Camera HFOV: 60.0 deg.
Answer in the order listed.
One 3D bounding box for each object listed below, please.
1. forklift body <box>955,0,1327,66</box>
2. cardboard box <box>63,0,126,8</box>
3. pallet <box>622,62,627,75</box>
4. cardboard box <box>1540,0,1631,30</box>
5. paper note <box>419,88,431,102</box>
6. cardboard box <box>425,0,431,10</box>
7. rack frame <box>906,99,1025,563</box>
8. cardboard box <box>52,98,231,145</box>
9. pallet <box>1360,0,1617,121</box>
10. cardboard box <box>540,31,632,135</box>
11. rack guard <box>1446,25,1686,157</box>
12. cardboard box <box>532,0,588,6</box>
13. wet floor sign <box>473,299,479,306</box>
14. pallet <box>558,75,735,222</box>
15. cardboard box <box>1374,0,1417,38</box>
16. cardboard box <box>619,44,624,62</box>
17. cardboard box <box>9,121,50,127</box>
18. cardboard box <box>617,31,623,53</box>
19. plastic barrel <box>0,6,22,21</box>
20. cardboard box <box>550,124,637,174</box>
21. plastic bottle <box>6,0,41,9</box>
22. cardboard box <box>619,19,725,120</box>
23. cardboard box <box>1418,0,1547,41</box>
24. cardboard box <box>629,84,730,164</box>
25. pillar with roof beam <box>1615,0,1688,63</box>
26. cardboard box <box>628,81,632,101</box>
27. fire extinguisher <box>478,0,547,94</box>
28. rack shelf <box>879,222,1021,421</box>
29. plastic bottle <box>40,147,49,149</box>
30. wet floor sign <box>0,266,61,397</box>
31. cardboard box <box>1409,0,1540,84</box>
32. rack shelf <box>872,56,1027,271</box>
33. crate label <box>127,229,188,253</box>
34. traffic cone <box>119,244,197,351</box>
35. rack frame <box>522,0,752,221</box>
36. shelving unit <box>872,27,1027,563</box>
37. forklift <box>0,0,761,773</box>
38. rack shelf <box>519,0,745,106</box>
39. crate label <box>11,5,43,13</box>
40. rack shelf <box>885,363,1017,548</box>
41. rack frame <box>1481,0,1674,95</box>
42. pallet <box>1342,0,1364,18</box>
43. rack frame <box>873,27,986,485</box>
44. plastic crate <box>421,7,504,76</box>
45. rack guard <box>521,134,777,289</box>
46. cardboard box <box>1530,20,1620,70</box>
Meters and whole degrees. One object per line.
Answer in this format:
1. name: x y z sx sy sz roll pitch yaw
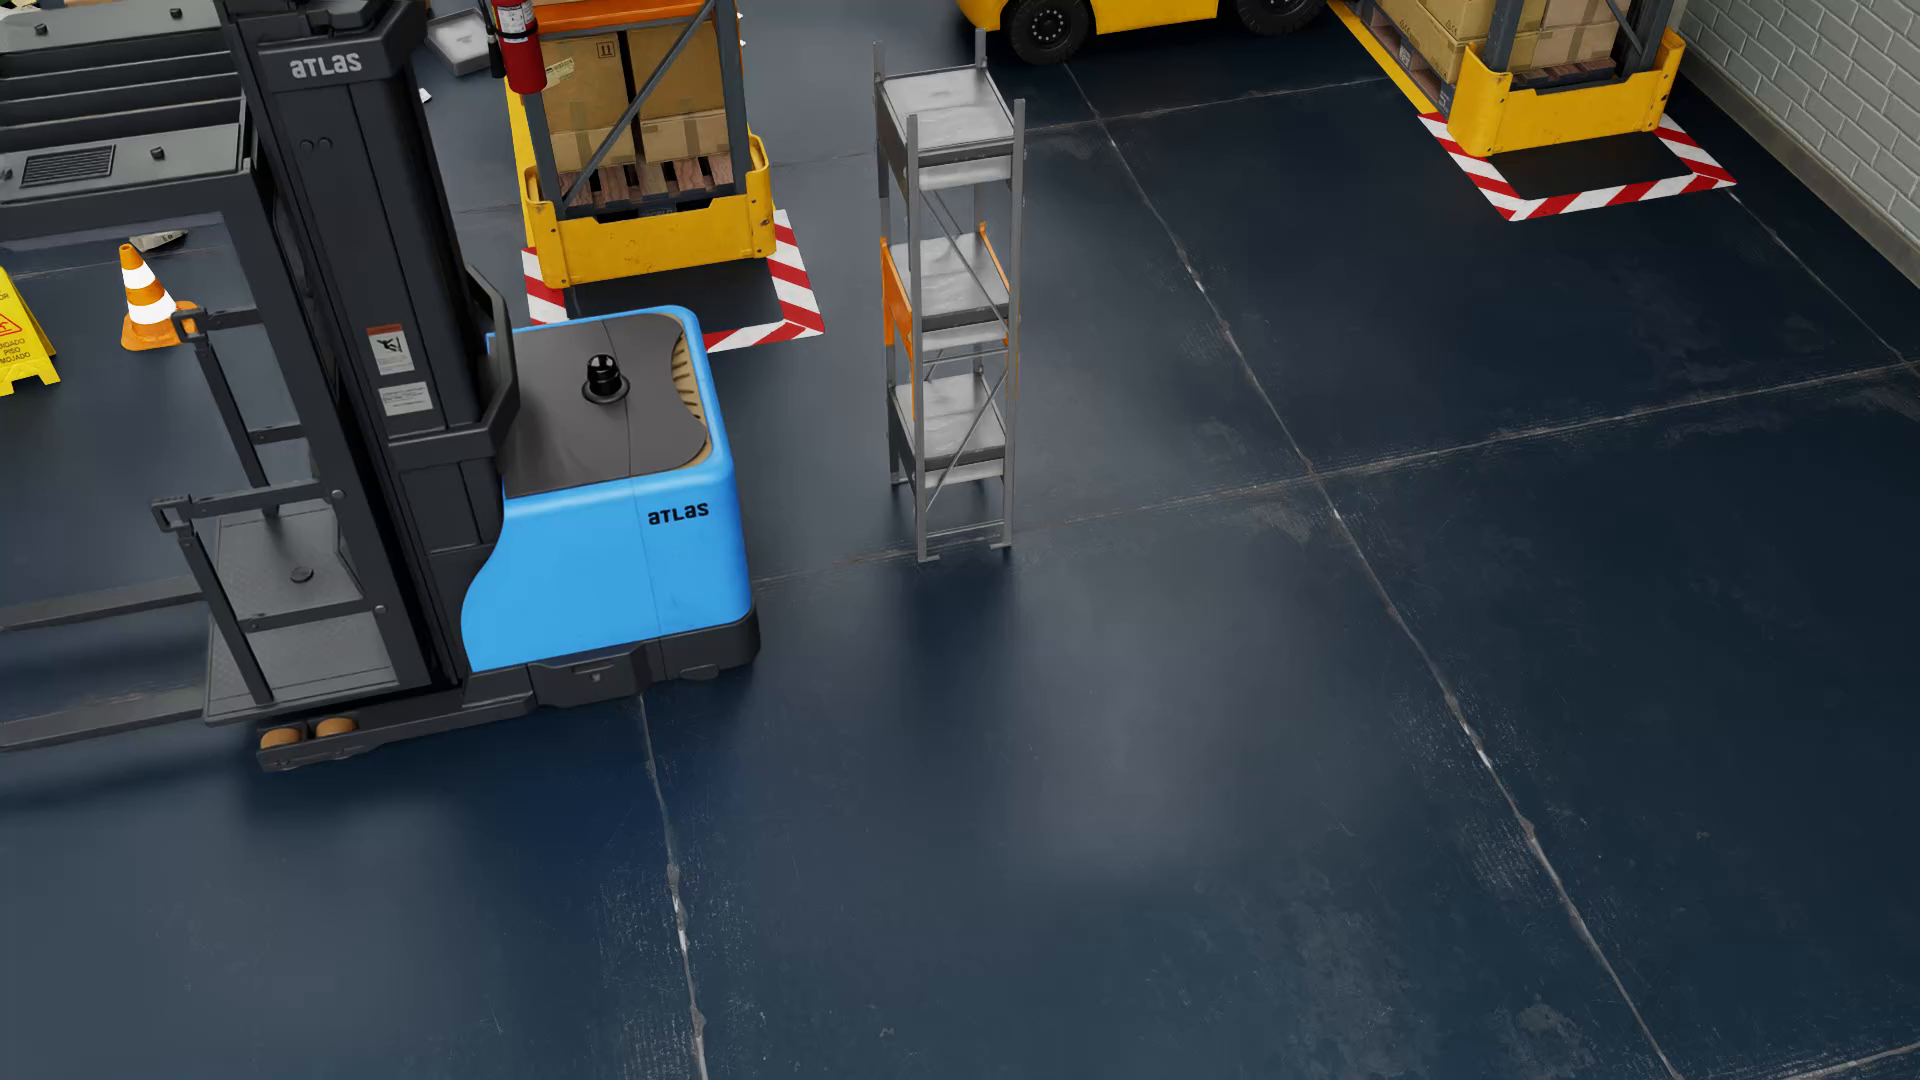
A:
1. forklift body: 1.041 -4.042 9.456 2.313 2.155 1.214 -11 47 -10
2. cardboard box: -4.652 -3.021 9.514 0.797 0.637 0.503 -11 47 -10
3. pallet: -2.010 -2.938 9.732 1.003 0.211 1.213 -11 47 -10
4. cardboard box: 3.370 -3.086 9.206 0.500 0.250 0.500 -10 46 -10
5. paper note: -3.094 -2.526 9.455 0.142 0.019 0.148 -26 51 -24
6. cardboard box: -3.573 -3.353 9.934 0.500 0.500 0.500 19 48 17
7. rack frame: 0.020 -0.681 6.198 0.400 2.100 0.015 -11 47 -10
8. cardboard box: -4.405 -2.330 8.931 0.637 0.503 0.797 27 51 24
9. pallet: 3.053 -2.908 9.703 1.003 0.211 1.213 -11 47 -10
10. cardboard box: -1.965 -2.406 8.365 0.500 0.500 0.500 -10 46 -10
11. rack guard: 3.296 -2.472 9.073 1.175 0.500 0.348 -11 47 -10
12. cardboard box: -1.810 -2.585 7.609 0.380 0.149 0.250 -9 46 -9
13. wet floor sign: -2.493 -1.303 7.826 0.267 0.644 0.232 4 46 4
14. pallet: -1.701 -2.097 8.908 1.003 0.211 1.213 -11 47 -10
15. cardboard box: 2.746 -3.160 9.628 0.500 0.250 0.500 -11 47 -10
16. cardboard box: -1.722 -2.974 9.446 0.500 0.250 0.500 -8 46 -8
17. cardboard box: -5.070 -2.433 9.200 0.396 0.266 0.258 -3 46 -3
18. cardboard box: -1.591 -2.885 8.834 0.500 0.500 0.500 -12 47 -12
19. plastic barrel: -5.518 -2.836 9.483 0.512 0.421 0.421 19 48 17
20. cardboard box: -1.981 -2.164 8.652 0.500 0.250 0.500 -11 47 -11
21. plastic bottle: -5.761 -3.297 10.189 0.133 0.061 0.283 -35 55 -30
22. cardboard box: -1.453 -2.524 8.481 0.500 0.500 0.500 -12 47 -12
23. cardboard box: 2.863 -3.002 9.124 0.500 0.250 0.500 -11 47 -11
24. cardboard box: -1.447 -2.246 8.732 0.500 0.250 0.500 -11 47 -11
25. pillar with roof beam: -0.179 -5.322 5.916 9.100 9.000 0.400 -11 47 -10
26. cardboard box: -1.570 -2.599 9.079 0.500 0.250 0.500 -9 46 -9
27. fire extinguisher: -1.924 -2.263 7.173 0.296 0.674 0.183 -11 47 -10
28. rack shelf: -0.042 -0.840 6.373 0.431 0.518 0.480 -11 47 -10
29. plastic bottle: -4.937 -2.057 8.974 0.133 0.061 0.283 -26 51 -24
30. wet floor sign: -4.345 -0.997 7.526 0.267 0.644 0.232 -18 48 -17
31. cardboard box: 2.864 -2.815 9.290 0.500 0.250 0.500 -10 46 -10
32. rack shelf: -0.042 -1.330 5.873 0.431 0.518 0.480 -11 47 -10
33. crate label: -4.112 -1.606 8.479 0.250 0.136 0.298 -35 55 -30
34. traffic cone: -3.851 -1.189 7.842 0.336 0.463 0.334 -11 47 -10
35. rack frame: -1.508 -2.454 7.305 1.000 3.000 0.127 -11 47 -10
36. shelving unit: -0.042 -0.849 6.363 0.431 2.100 0.503 -11 47 -10
37. forklift: -2.353 -0.593 5.529 3.031 2.935 1.130 -11 47 -10
38. rack shelf: -2.020 -3.583 8.915 1.077 0.370 4.000 -11 47 -10
39. crate label: -5.571 -3.070 9.913 0.250 0.136 0.298 27 51 24
40. rack shelf: -0.042 -0.350 6.873 0.431 0.518 0.480 -11 47 -10
41. rack frame: 3.290 -3.364 8.197 1.000 3.000 0.127 -11 47 -10
42. pallet: 2.745 -3.749 10.527 1.003 0.211 1.213 -11 47 -10
43. rack frame: -0.105 -1.018 6.528 0.400 2.100 0.015 -11 47 -10
44. plastic crate: -2.922 -2.959 9.845 0.402 0.080 0.583 -26 51 -24
45. rack guard: -1.527 -1.631 8.249 1.175 0.500 0.348 -11 47 -10
46. cardboard box: 3.353 -2.923 9.396 0.500 0.250 0.500 -11 47 -10
